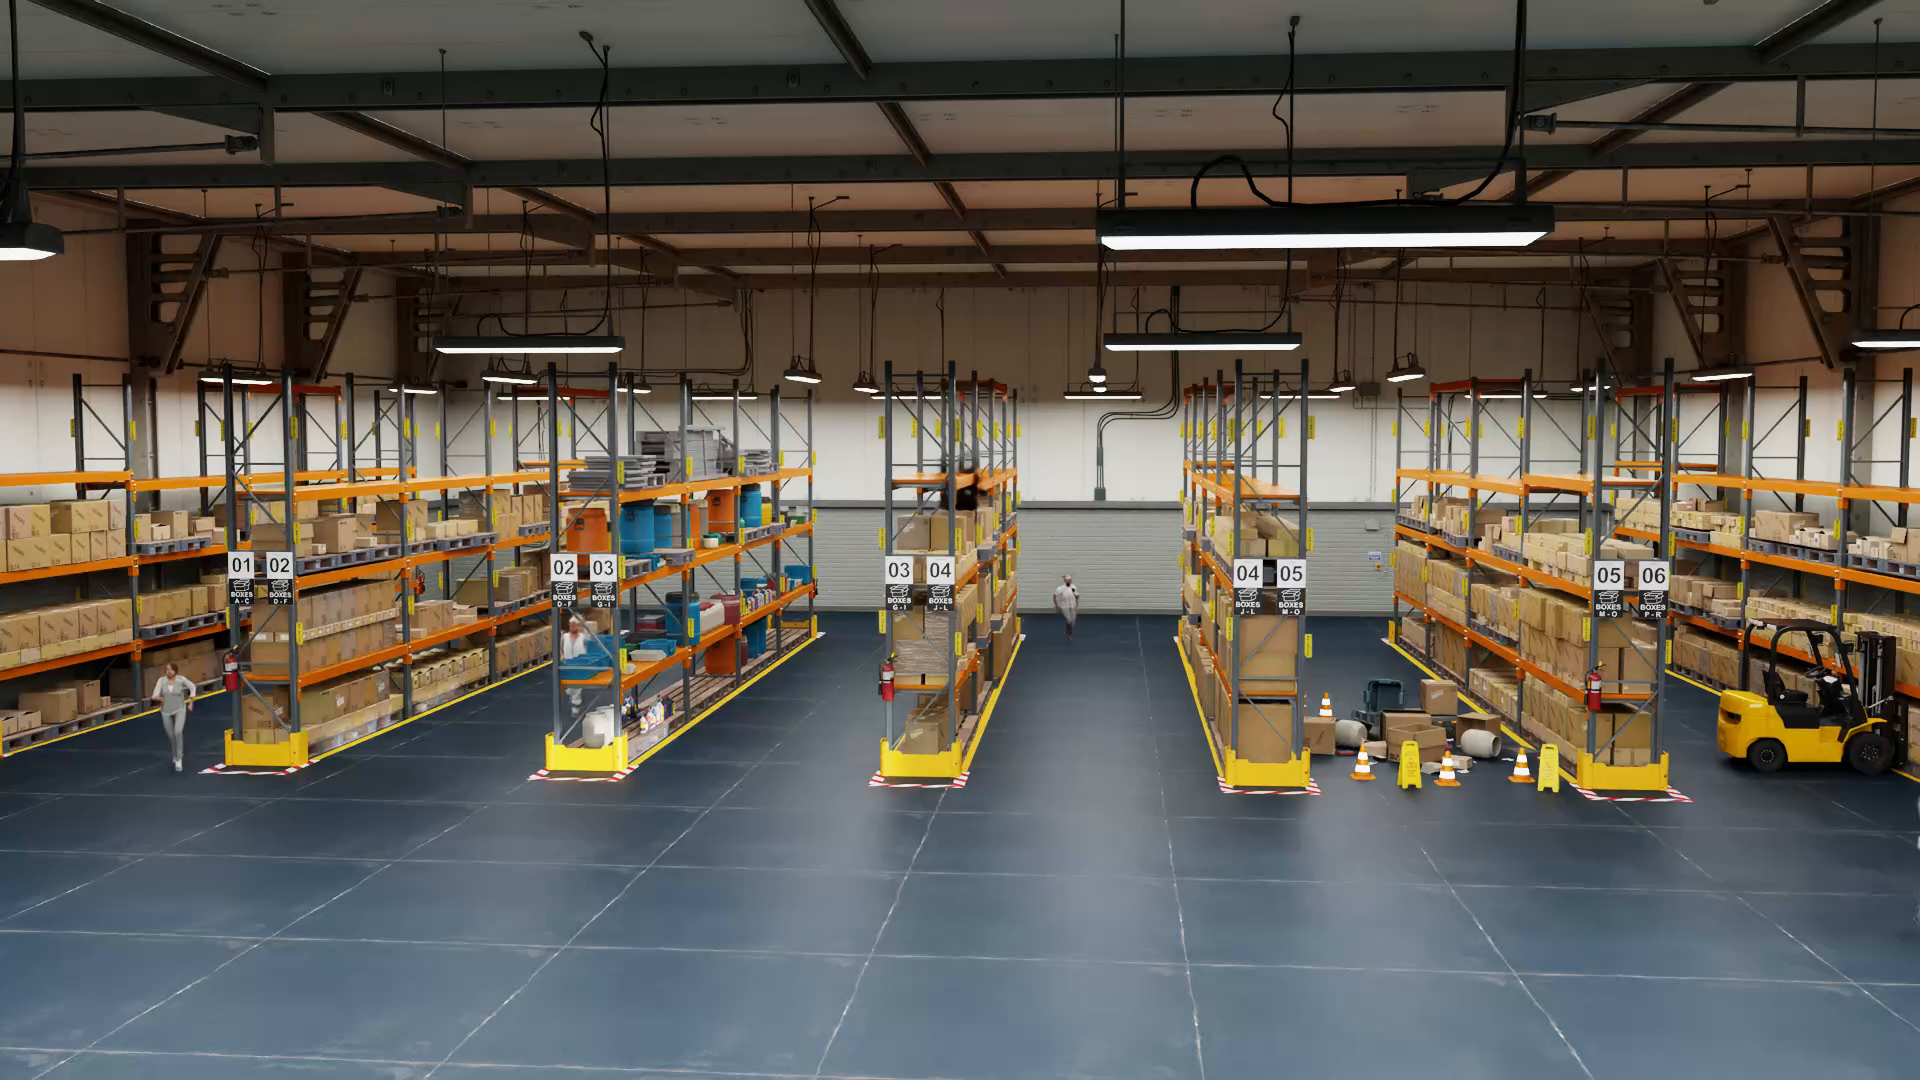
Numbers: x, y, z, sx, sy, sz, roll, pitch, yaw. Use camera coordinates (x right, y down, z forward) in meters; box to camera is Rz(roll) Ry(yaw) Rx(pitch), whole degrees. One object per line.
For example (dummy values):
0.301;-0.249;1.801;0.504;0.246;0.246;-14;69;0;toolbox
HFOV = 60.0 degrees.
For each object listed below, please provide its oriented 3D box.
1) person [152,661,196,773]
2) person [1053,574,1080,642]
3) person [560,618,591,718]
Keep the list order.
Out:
-11.646;2.594;24.646;0.560;1.618;0.765;-1;4;-12;person
2.533;1.607;39.114;0.606;1.646;0.669;-1;4;-17;person
-6.737;2.226;29.111;0.657;1.743;0.605;0;4;-4;person
